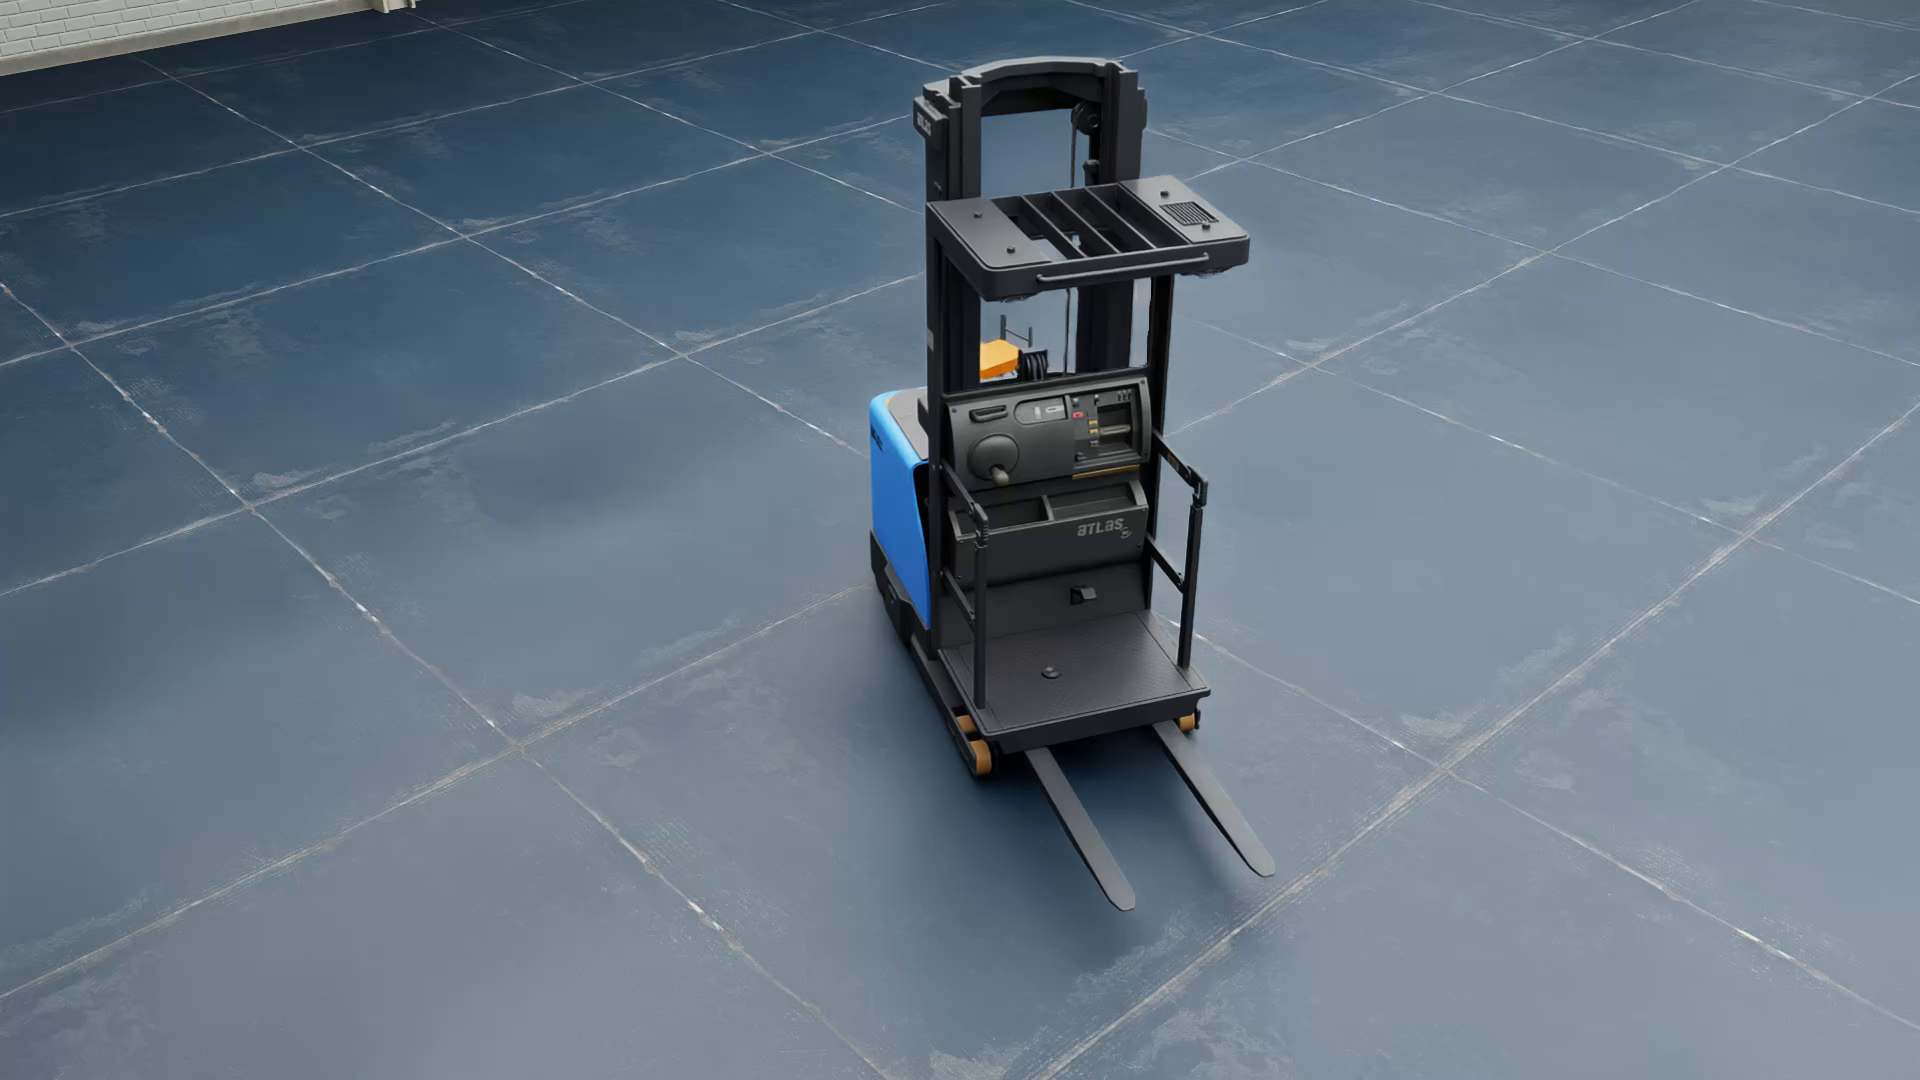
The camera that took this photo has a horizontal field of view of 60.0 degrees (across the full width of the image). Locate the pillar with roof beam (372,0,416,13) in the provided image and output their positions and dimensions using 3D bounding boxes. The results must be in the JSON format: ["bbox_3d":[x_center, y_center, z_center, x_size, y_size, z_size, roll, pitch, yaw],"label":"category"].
[{"bbox_3d":[-3.676,-8.404,14.368,0.400,9.000,9.100,-26,40,-35],"label":"pillar with roof beam"}]

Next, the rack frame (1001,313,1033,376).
[{"bbox_3d":[0.304,-0.660,9.180,0.015,1.200,0.240,-23,38,-33],"label":"rack frame"}]

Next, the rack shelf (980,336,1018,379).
[{"bbox_3d":[0.116,-0.915,8.843,0.480,0.148,0.258,-23,38,-33],"label":"rack shelf"}]

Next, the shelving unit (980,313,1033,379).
[{"bbox_3d":[0.116,-0.580,9.048,0.503,1.200,0.258,-23,38,-33],"label":"shelving unit"}]

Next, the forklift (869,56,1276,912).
[{"bbox_3d":[0.471,-0.422,7.131,1.130,2.935,3.031,-10,33,-16],"label":"forklift"}]
